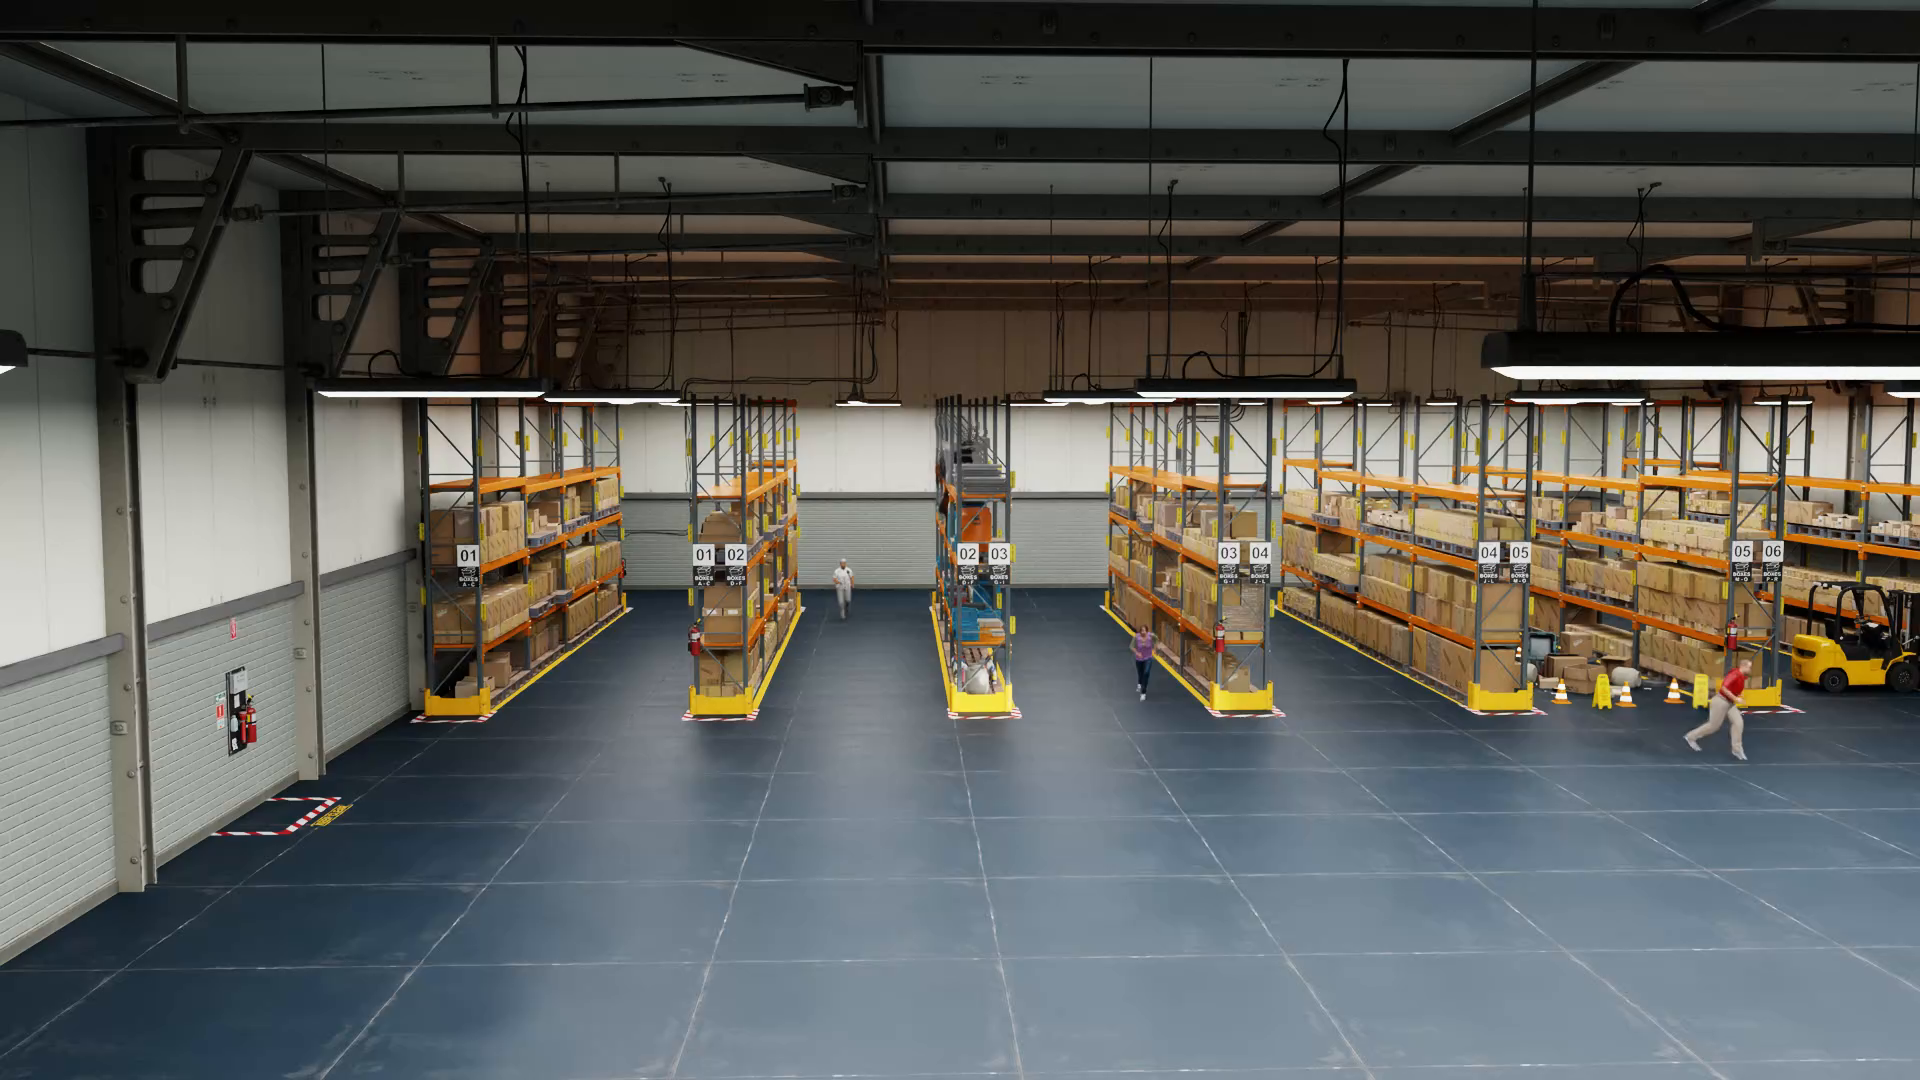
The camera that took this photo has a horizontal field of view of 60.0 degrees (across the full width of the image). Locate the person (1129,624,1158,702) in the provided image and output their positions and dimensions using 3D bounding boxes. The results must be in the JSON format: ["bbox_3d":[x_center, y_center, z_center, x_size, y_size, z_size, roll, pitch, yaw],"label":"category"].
[{"bbox_3d":[3.625,2.388,32.907,0.578,1.550,0.913,0,4,1],"label":"person"}]

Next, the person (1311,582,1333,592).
[{"bbox_3d":[10.787,0.971,49.540,0.762,1.784,0.625,-2,5,-25],"label":"person"}]

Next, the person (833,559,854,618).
[{"bbox_3d":[-3.173,1.333,45.533,0.600,1.627,0.538,-1,5,-8],"label":"person"}]

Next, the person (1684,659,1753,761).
[{"bbox_3d":[12.521,2.770,27.422,1.006,1.693,0.703,3,6,36],"label":"person"}]
